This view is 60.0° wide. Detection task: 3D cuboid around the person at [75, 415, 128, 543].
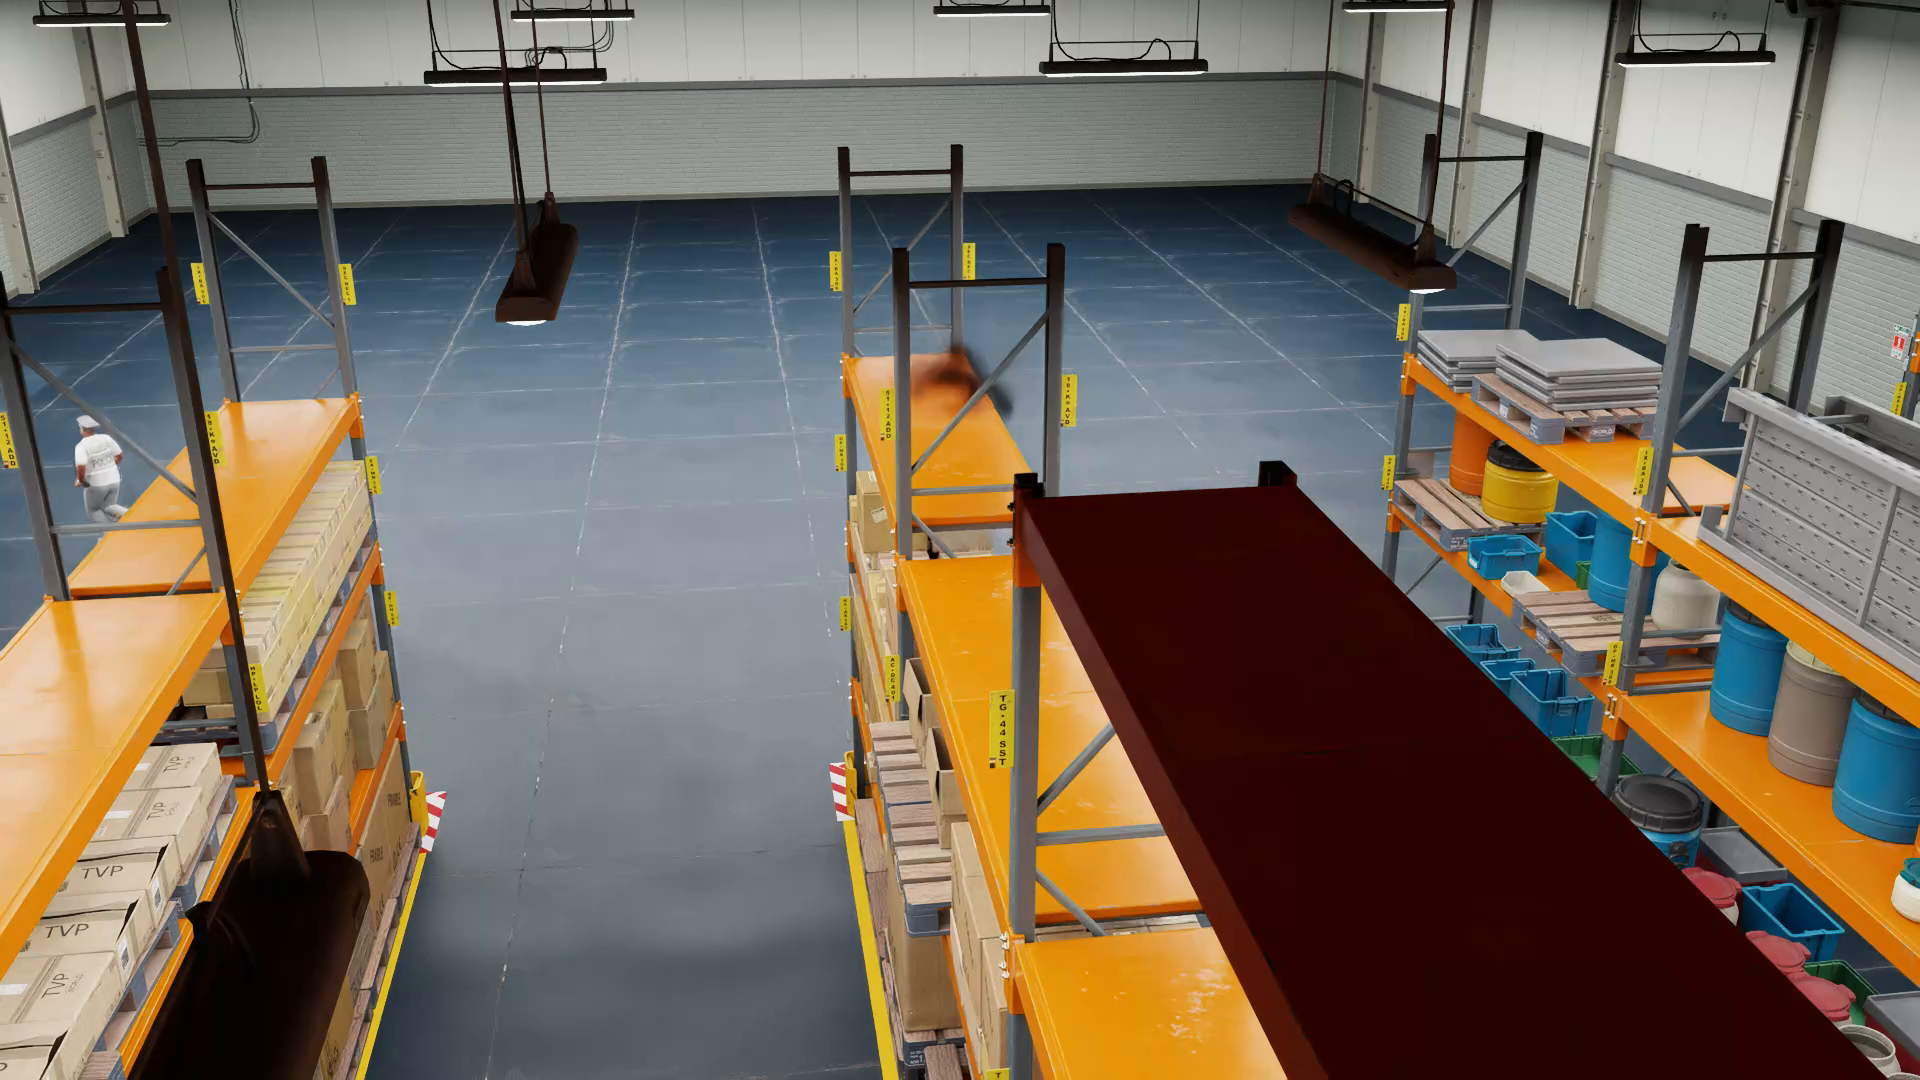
[{"bbox_3d":[-10.889,-0.732,21.168,0.652,1.733,0.650,11,24,25],"label":"person"}]
